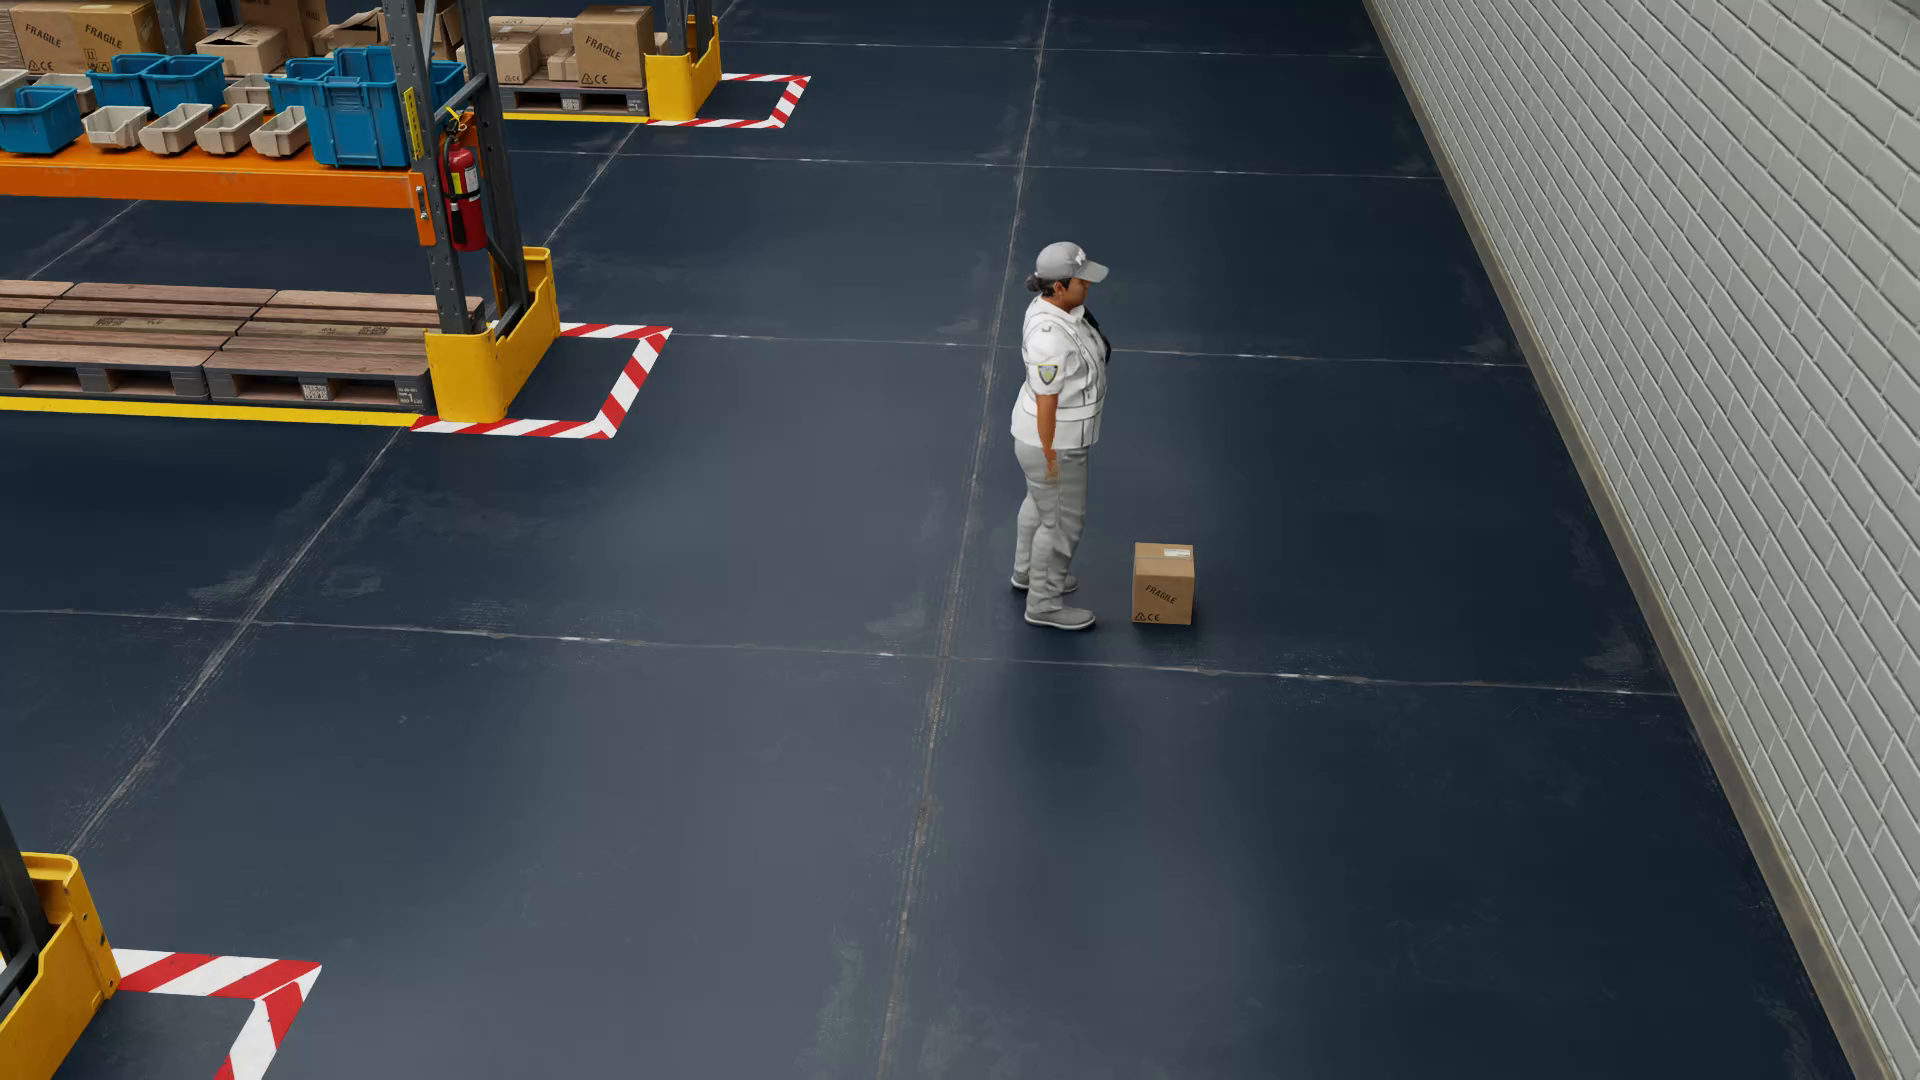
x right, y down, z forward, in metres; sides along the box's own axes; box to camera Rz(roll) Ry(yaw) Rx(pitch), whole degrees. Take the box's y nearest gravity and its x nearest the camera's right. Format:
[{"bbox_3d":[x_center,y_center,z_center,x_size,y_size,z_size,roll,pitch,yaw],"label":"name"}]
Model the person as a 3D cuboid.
[{"bbox_3d":[0.406,-0.427,6.823,0.393,1.672,0.472,3,32,5],"label":"person"}]
